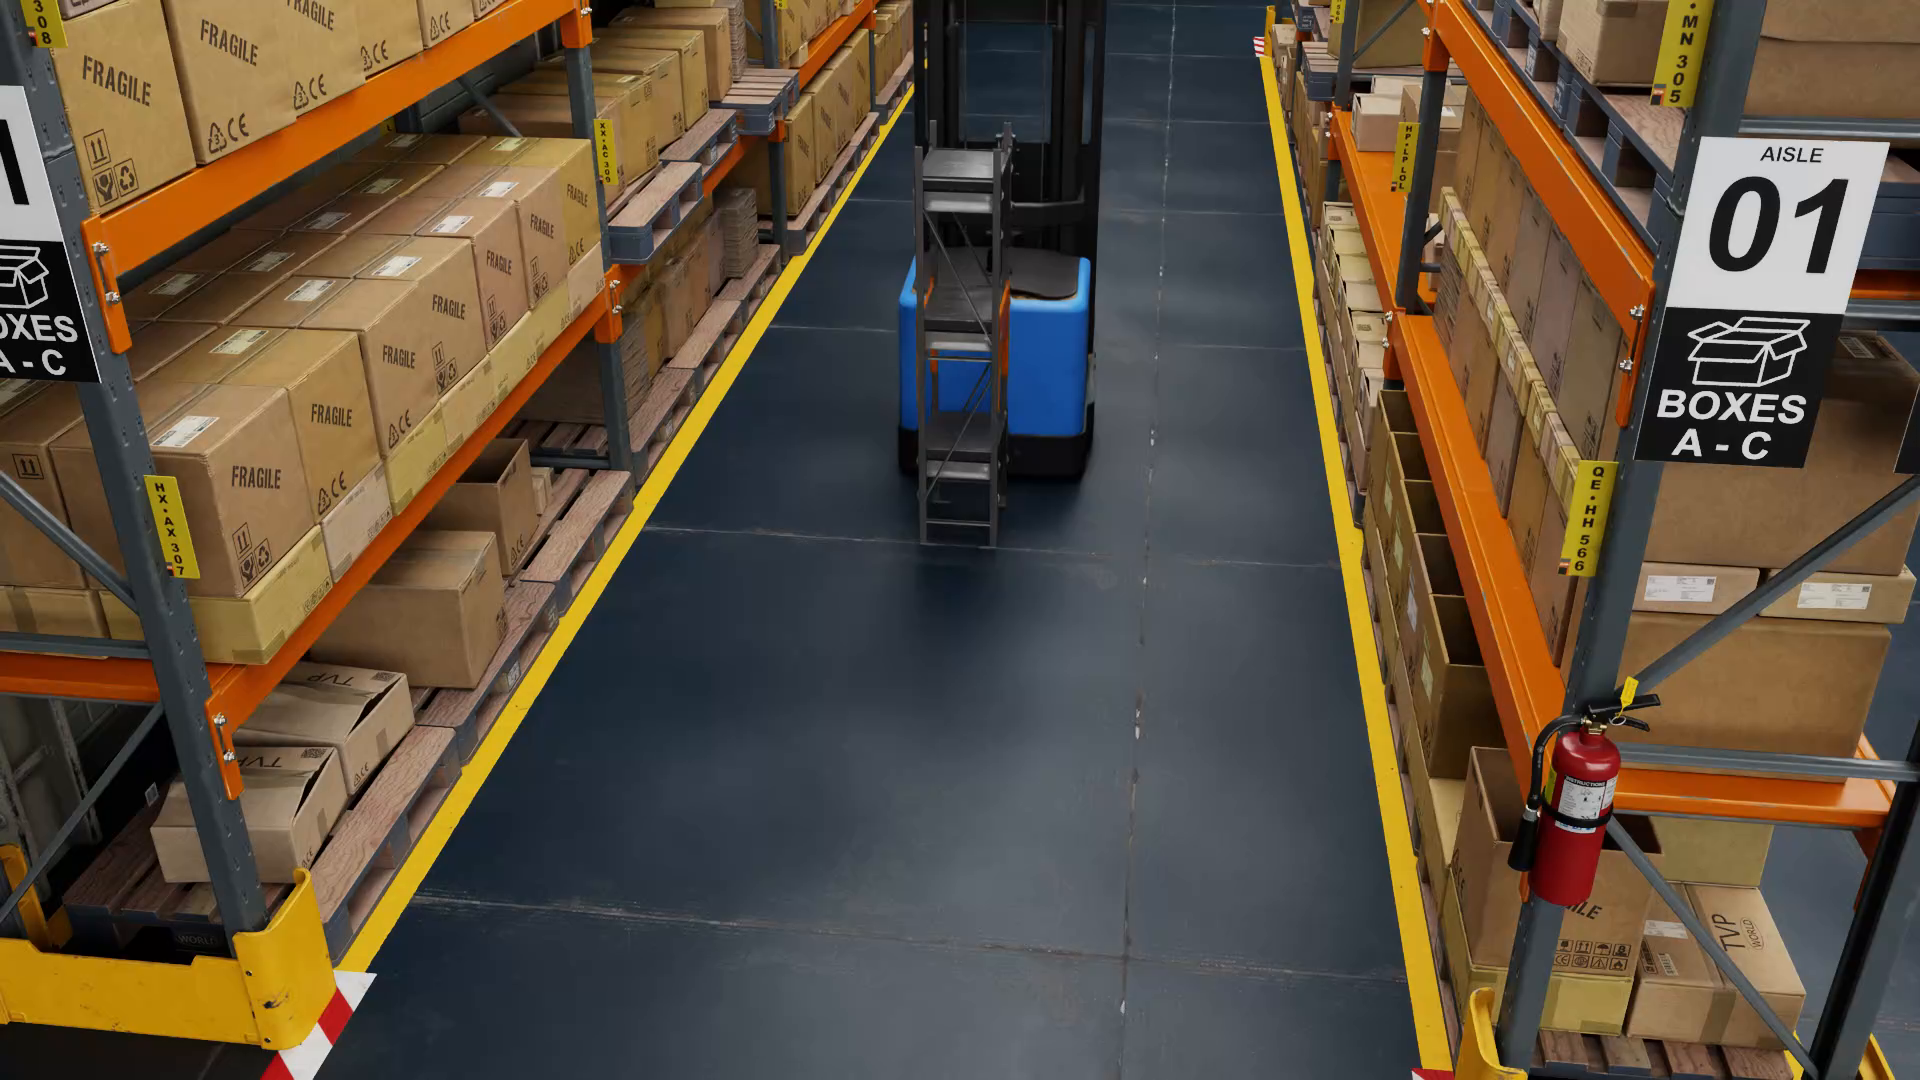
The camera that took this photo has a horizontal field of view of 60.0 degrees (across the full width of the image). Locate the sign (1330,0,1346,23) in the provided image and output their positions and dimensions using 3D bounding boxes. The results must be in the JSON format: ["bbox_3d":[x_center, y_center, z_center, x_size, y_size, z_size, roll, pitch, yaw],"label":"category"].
[{"bbox_3d":[2.570,-3.667,11.257,0.100,0.325,0.005,3,28,6],"label":"sign"}]

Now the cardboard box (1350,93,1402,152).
[{"bbox_3d":[2.808,-2.716,10.723,0.500,0.311,0.500,3,28,6],"label":"cardboard box"}]

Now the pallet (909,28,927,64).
[{"bbox_3d":[-0.847,-5.608,18.938,1.003,0.211,1.213,3,28,6],"label":"pallet"}]

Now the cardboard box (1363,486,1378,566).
[{"bbox_3d":[2.262,-0.056,8.148,0.500,0.250,0.500,3,28,6],"label":"cardboard box"}]

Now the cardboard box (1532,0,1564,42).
[{"bbox_3d":[2.077,-1.746,5.170,0.500,0.311,0.500,7,29,12],"label":"cardboard box"}]

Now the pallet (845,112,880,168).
[{"bbox_3d":[-1.337,-3.739,15.468,1.003,0.211,1.213,3,28,6],"label":"pallet"}]

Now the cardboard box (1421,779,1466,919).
[{"bbox_3d":[1.952,1.120,5.964,0.500,0.250,0.500,3,28,6],"label":"cardboard box"}]

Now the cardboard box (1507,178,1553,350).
[{"bbox_3d":[2.387,-0.980,5.932,0.700,0.500,0.500,3,28,6],"label":"cardboard box"}]

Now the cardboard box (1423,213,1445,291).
[{"bbox_3d":[2.637,-1.451,8.438,0.500,0.250,0.500,5,29,9],"label":"cardboard box"}]

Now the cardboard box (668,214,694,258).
[{"bbox_3d":[-2.033,-2.026,10.728,0.500,0.250,0.500,3,28,6],"label":"cardboard box"}]

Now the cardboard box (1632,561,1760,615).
[{"bbox_3d":[1.987,0.080,4.650,0.380,0.149,0.250,3,28,5],"label":"cardboard box"}]

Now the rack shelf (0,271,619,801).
[{"bbox_3d":[-2.542,-0.310,6.922,1.077,0.370,4.000,3,28,6],"label":"rack shelf"}]

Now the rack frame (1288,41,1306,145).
[{"bbox_3d":[3.600,-5.048,14.958,1.000,3.000,0.127,3,28,6],"label":"rack frame"}]

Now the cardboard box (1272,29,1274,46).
[{"bbox_3d":[3.667,-5.583,18.473,0.380,0.166,0.250,3,28,6],"label":"cardboard box"}]

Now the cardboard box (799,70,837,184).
[{"bbox_3d":[-1.473,-3.440,13.797,0.750,0.750,0.750,3,28,6],"label":"cardboard box"}]

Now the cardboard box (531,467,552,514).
[{"bbox_3d":[-2.333,-0.261,8.596,0.380,0.166,0.250,0,28,0],"label":"cardboard box"}]

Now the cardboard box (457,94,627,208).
[{"bbox_3d":[-2.201,-2.044,8.812,0.700,0.500,0.500,3,29,6],"label":"cardboard box"}]

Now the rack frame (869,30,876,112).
[{"bbox_3d":[-1.317,-5.334,15.489,1.000,3.000,0.127,3,28,6],"label":"rack frame"}]

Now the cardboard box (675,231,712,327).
[{"bbox_3d":[-2.055,-1.731,10.973,0.700,0.500,0.500,3,28,6],"label":"cardboard box"}]

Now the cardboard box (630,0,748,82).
[{"bbox_3d":[-1.855,-3.467,11.454,0.700,0.500,0.500,0,28,0],"label":"cardboard box"}]

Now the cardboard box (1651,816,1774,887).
[{"bbox_3d":[2.476,0.821,5.729,0.500,0.500,0.500,3,28,6],"label":"cardboard box"}]

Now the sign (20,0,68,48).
[{"bbox_3d":[-2.249,-1.360,4.027,0.100,0.325,0.005,3,28,6],"label":"sign"}]

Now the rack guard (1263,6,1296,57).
[{"bbox_3d":[4.081,-5.795,18.979,1.175,0.500,0.348,3,28,6],"label":"rack guard"}]

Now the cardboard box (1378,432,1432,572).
[{"bbox_3d":[2.199,-0.151,7.533,0.500,0.500,0.500,3,28,6],"label":"cardboard box"}]

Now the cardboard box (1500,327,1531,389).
[{"bbox_3d":[2.175,-0.650,6.005,0.380,0.149,0.250,3,28,5],"label":"cardboard box"}]

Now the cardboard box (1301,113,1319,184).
[{"bbox_3d":[3.113,-3.203,13.705,0.500,0.500,0.500,2,28,4],"label":"cardboard box"}]

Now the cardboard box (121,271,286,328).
[{"bbox_3d":[-2.810,-0.673,6.183,0.500,0.500,0.500,3,28,5],"label":"cardboard box"}]

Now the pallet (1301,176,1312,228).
[{"bbox_3d":[3.391,-2.859,13.835,1.003,0.211,1.213,3,28,6],"label":"pallet"}]

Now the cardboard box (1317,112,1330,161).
[{"bbox_3d":[2.994,-3.069,12.665,0.500,0.250,0.500,4,29,8],"label":"cardboard box"}]

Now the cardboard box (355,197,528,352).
[{"bbox_3d":[-2.176,-1.129,7.030,0.500,0.500,0.500,3,28,5],"label":"cardboard box"}]

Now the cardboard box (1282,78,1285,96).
[{"bbox_3d":[3.375,-4.451,16.392,0.380,0.149,0.250,3,28,6],"label":"cardboard box"}]

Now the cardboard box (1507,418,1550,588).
[{"bbox_3d":[2.326,-0.143,5.748,0.700,0.500,0.500,4,29,7],"label":"cardboard box"}]

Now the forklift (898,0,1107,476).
[{"bbox_3d":[0.301,-2.316,9.959,1.130,2.935,3.031,2,28,5],"label":"forklift"}]

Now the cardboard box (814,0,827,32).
[{"bbox_3d":[-1.358,-4.328,13.182,0.500,0.500,0.500,3,28,6],"label":"cardboard box"}]

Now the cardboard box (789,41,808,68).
[{"bbox_3d":[-1.381,-3.729,12.754,0.380,0.149,0.250,4,29,8],"label":"cardboard box"}]

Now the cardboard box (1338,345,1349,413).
[{"bbox_3d":[2.509,-0.948,9.803,0.500,0.250,0.500,4,29,7],"label":"cardboard box"}]

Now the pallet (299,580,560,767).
[{"bbox_3d":[-2.491,0.553,7.501,1.003,0.211,1.213,3,28,6],"label":"pallet"}]

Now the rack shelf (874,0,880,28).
[{"bbox_3d":[-1.072,-5.959,17.407,1.077,0.370,4.000,3,28,6],"label":"rack shelf"}]

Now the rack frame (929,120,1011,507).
[{"bbox_3d":[0.050,-1.117,8.610,0.400,2.100,0.015,3,28,6],"label":"rack frame"}]

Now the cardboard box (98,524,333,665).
[{"bbox_3d":[-2.412,0.160,5.427,0.500,0.250,0.500,3,28,5],"label":"cardboard box"}]

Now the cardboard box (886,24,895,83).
[{"bbox_3d":[-1.059,-5.001,17.063,0.700,0.500,0.500,3,28,6],"label":"cardboard box"}]

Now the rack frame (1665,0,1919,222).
[{"bbox_3d":[2.130,-2.041,3.050,1.000,3.000,0.127,3,28,6],"label":"rack frame"}]

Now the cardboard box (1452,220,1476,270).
[{"bbox_3d":[2.334,-1.257,7.131,0.380,0.149,0.250,3,28,5],"label":"cardboard box"}]

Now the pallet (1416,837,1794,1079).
[{"bbox_3d":[2.182,1.466,5.807,1.003,0.211,1.213,3,28,6],"label":"pallet"}]

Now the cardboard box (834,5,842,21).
[{"bbox_3d":[-1.231,-4.578,14.330,0.380,0.149,0.250,3,28,6],"label":"cardboard box"}]

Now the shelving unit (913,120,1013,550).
[{"bbox_3d":[0.020,-1.002,8.397,0.431,2.100,0.503,3,28,6],"label":"shelving unit"}]

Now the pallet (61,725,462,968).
[{"bbox_3d":[-2.643,1.126,6.438,1.003,0.211,1.213,3,28,6],"label":"pallet"}]

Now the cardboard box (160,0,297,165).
[{"bbox_3d":[-2.397,-1.453,4.995,0.500,0.500,0.500,5,29,10],"label":"cardboard box"}]

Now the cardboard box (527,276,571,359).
[{"bbox_3d":[-2.123,-1.037,7.649,0.500,0.250,0.500,3,29,6],"label":"cardboard box"}]

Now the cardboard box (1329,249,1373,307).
[{"bbox_3d":[2.634,-1.669,10.551,0.500,0.311,0.500,3,28,5],"label":"cardboard box"}]

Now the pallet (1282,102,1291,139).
[{"bbox_3d":[3.685,-4.144,16.219,1.003,0.211,1.213,3,28,6],"label":"pallet"}]
